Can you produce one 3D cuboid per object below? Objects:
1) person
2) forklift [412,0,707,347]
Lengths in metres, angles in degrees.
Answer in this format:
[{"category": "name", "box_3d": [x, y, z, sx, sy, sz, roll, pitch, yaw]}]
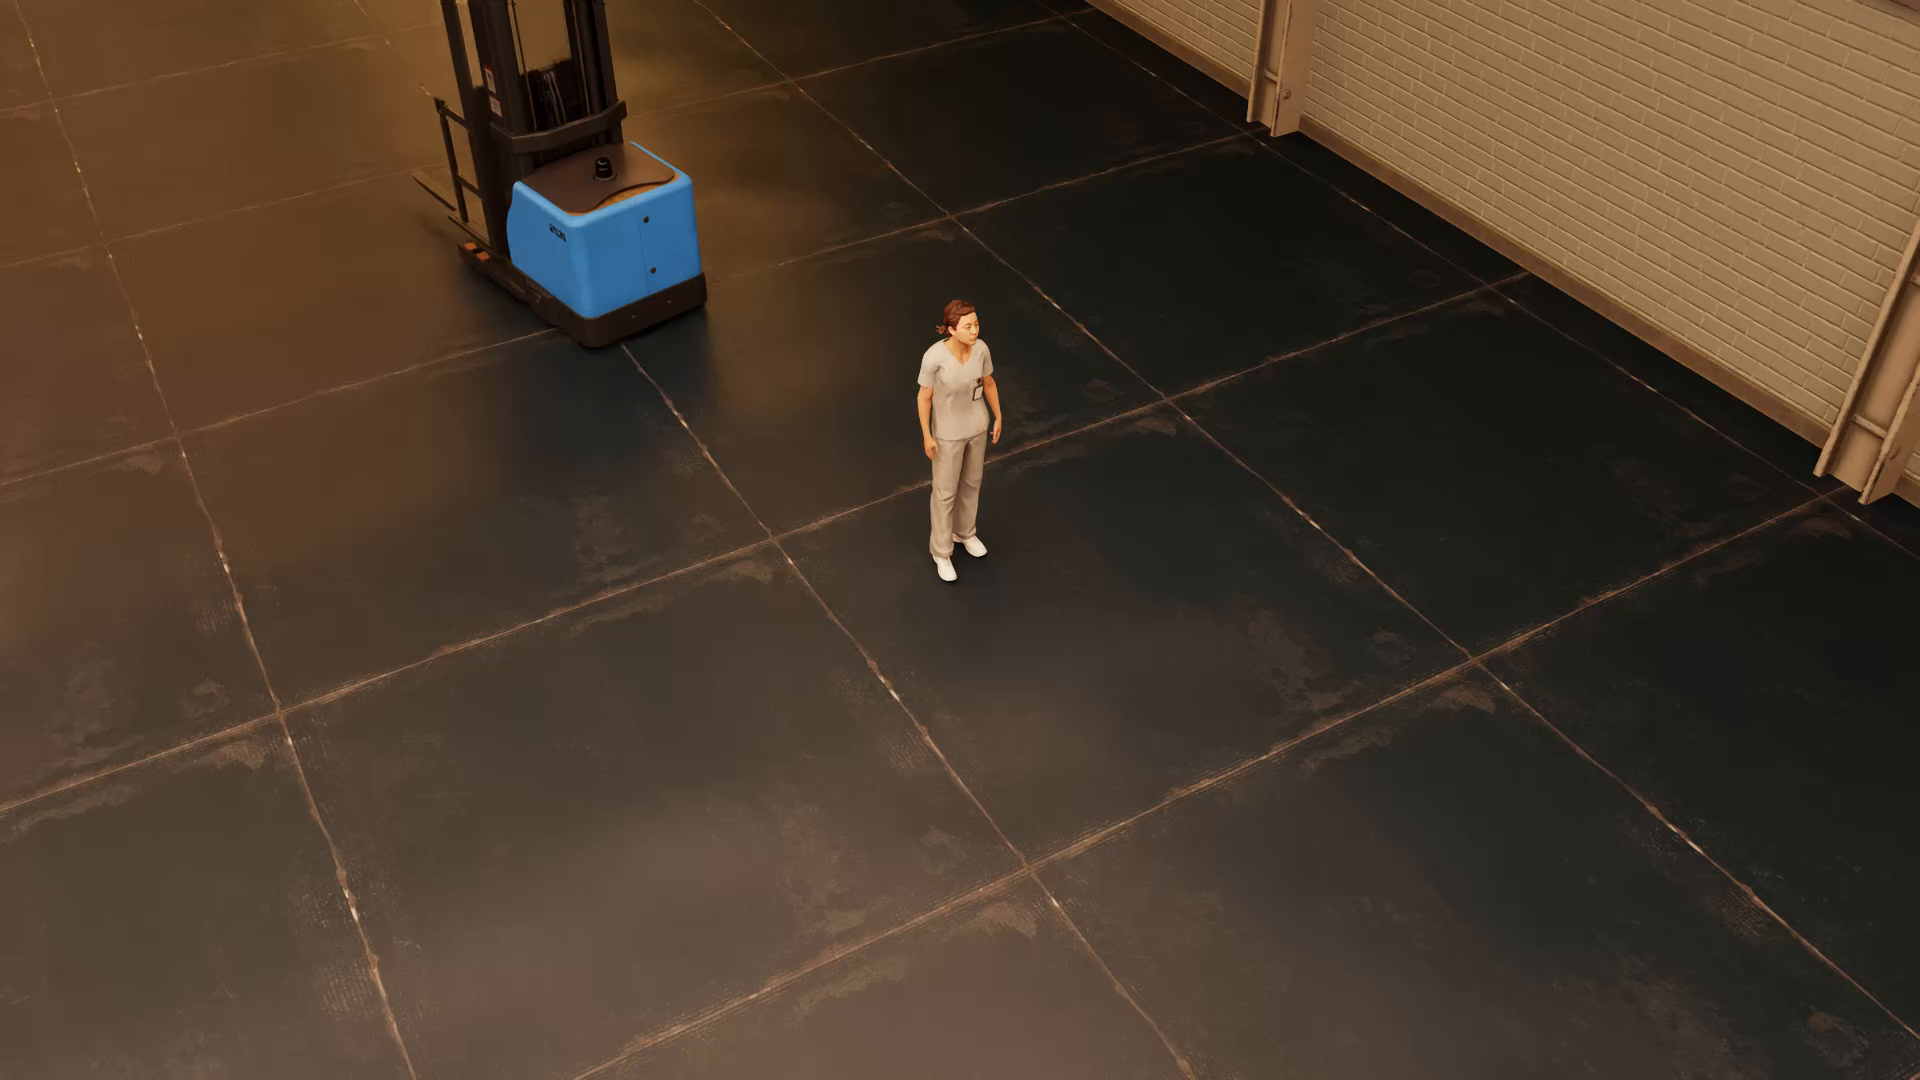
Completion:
[{"category": "person", "box_3d": [0.025, -0.605, 9.738, 0.549, 1.672, 0.548, -20, 44, -23]}, {"category": "forklift", "box_3d": [-3.232, -3.366, 12.095, 1.130, 2.935, 3.031, -29, 48, -31]}]
